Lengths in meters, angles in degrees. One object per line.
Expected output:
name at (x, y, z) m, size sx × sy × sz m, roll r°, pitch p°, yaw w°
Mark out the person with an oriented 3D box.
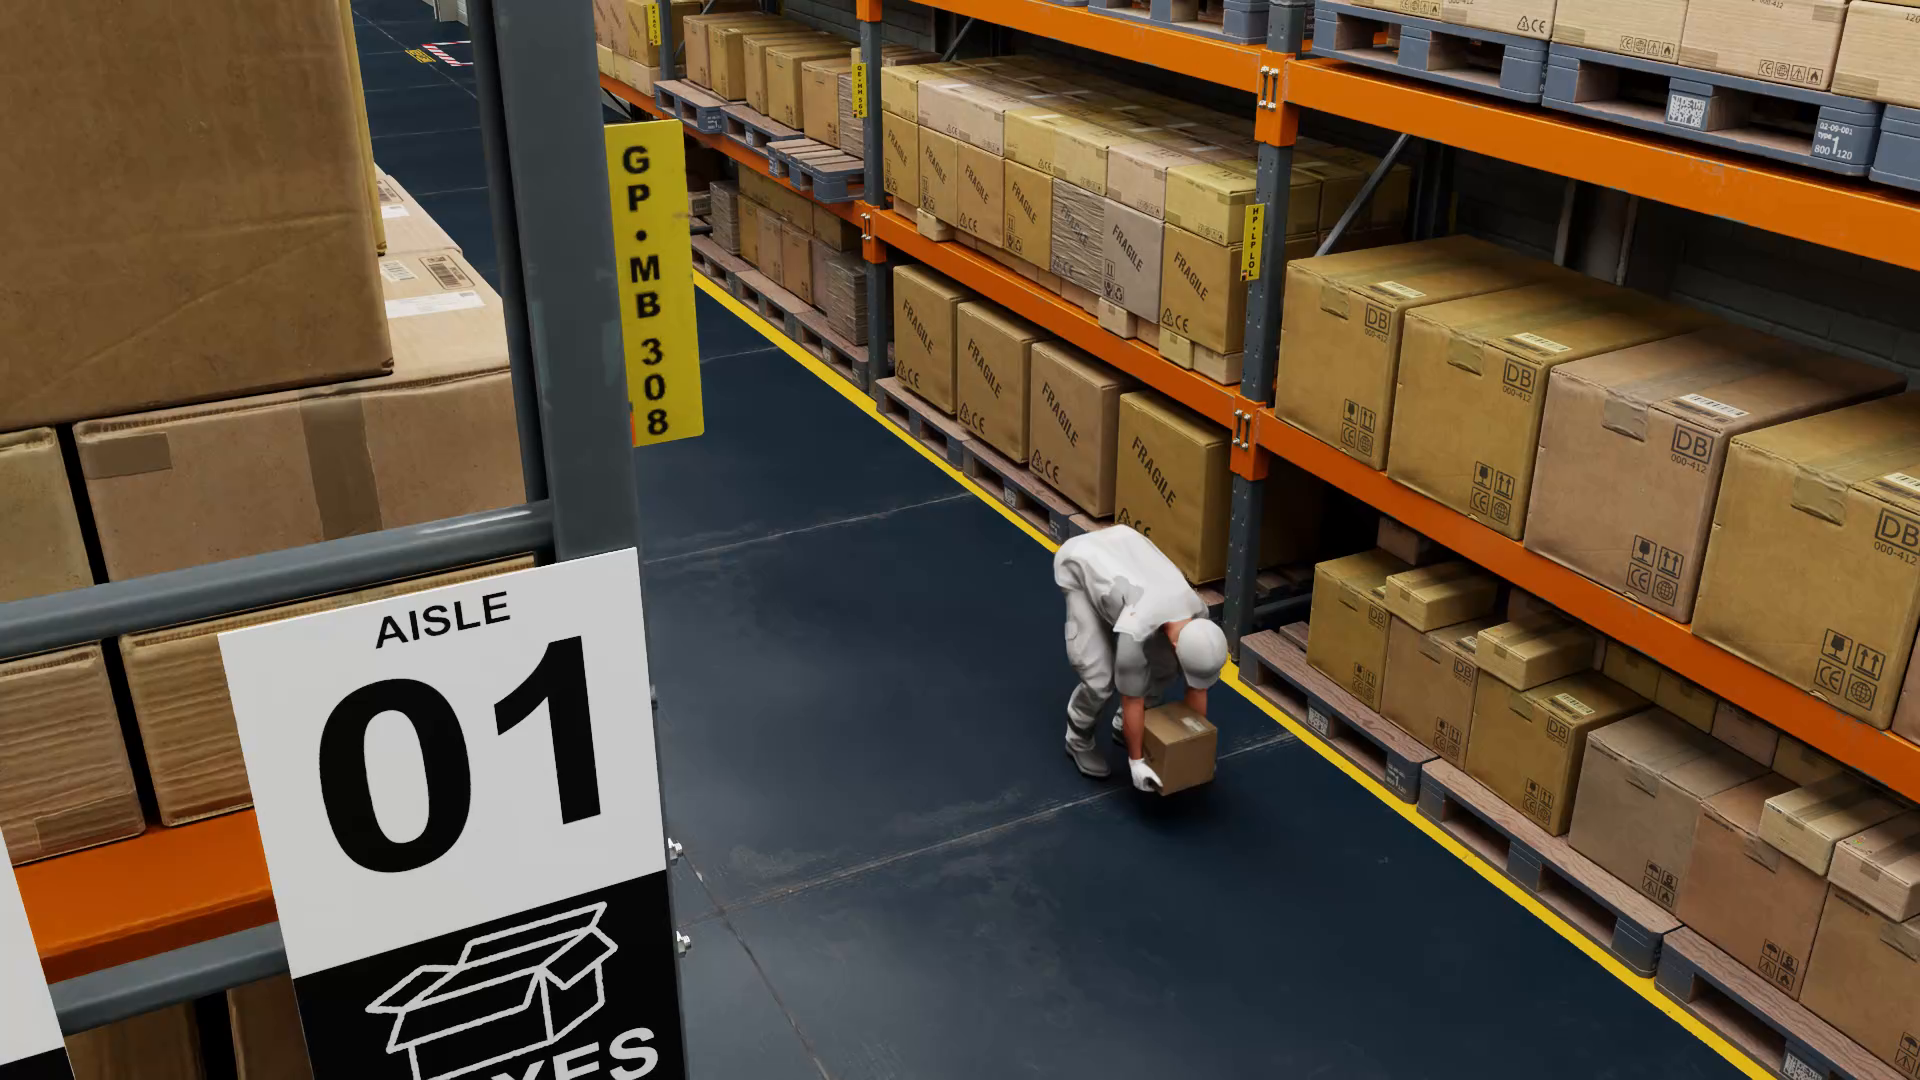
person at (0.756, 0.530, 6.819) m, size 0.520 × 1.048 × 0.960 m, roll -14°, pitch 29°, yaw -27°
